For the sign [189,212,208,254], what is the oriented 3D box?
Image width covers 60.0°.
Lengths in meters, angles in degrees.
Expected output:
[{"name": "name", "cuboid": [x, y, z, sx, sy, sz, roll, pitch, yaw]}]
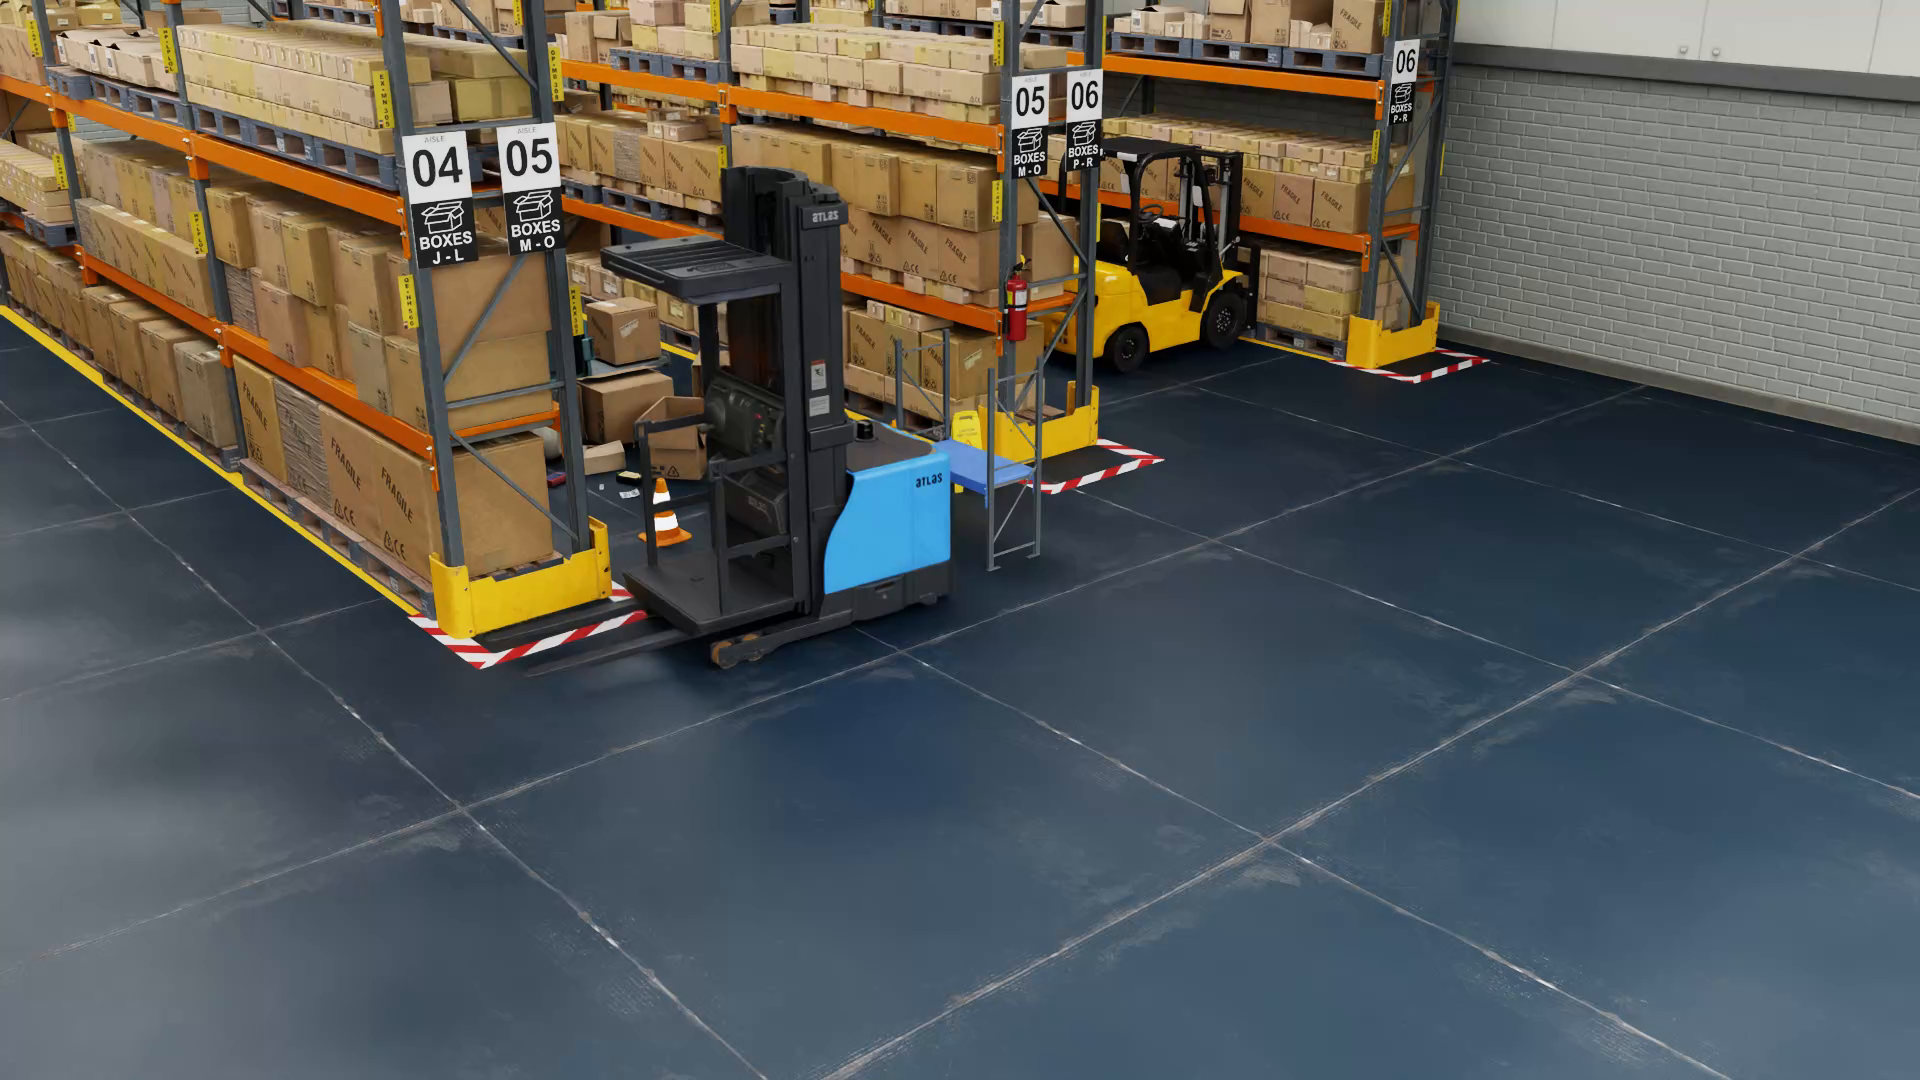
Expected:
[{"name": "sign", "cuboid": [-5.968, -2.408, 13.041, 0.100, 0.325, 0.005, -17, 27, -37]}]

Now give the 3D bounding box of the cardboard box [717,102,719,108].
[{"name": "cardboard box", "cuboid": [-3.197, -6.692, 24.745, 0.700, 0.500, 0.500, -17, 27, -36]}]

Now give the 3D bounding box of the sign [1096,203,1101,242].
[{"name": "sign", "cuboid": [1.143, -2.671, 14.004, 0.100, 0.325, 0.005, -17, 27, -37]}]

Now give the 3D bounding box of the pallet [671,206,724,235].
[{"name": "pallet", "cuboid": [-2.268, -3.401, 17.317, 1.003, 0.211, 1.213, -17, 27, -37]}]

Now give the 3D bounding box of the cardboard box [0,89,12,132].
[{"name": "cardboard box", "cuboid": [-11.297, -4.964, 19.130, 0.500, 0.500, 0.500, -19, 28, -39]}]

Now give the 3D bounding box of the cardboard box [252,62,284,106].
[{"name": "cardboard box", "cuboid": [-4.465, -3.126, 11.323, 0.500, 0.250, 0.500, -17, 27, -37]}]

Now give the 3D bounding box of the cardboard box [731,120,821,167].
[{"name": "cardboard box", "cuboid": [-1.756, -3.722, 15.957, 0.700, 0.500, 0.500, -18, 28, -38]}]

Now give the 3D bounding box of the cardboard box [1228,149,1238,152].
[{"name": "cardboard box", "cuboid": [3.101, -4.138, 17.911, 0.380, 0.149, 0.250, -18, 27, -38]}]

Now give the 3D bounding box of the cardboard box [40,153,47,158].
[{"name": "cardboard box", "cuboid": [-10.043, -4.261, 18.610, 0.380, 0.149, 0.250, -16, 26, -35]}]

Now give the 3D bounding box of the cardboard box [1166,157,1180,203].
[{"name": "cardboard box", "cuboid": [2.655, -4.009, 18.470, 0.500, 0.500, 0.500, -18, 28, -38]}]

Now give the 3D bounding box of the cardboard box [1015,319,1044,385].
[{"name": "cardboard box", "cuboid": [0.399, -1.699, 14.874, 0.500, 0.500, 0.500, -19, 28, -39]}]

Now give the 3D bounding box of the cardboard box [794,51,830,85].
[{"name": "cardboard box", "cuboid": [-1.138, -4.241, 14.884, 0.500, 0.250, 0.500, -17, 27, -37]}]

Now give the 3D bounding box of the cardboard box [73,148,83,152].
[{"name": "cardboard box", "cuboid": [-9.348, -4.105, 17.805, 0.380, 0.149, 0.250, -18, 28, -38]}]

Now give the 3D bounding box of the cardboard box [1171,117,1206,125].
[{"name": "cardboard box", "cuboid": [2.632, -4.749, 19.060, 0.380, 0.149, 0.250, -18, 28, -38]}]

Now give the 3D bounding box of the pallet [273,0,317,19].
[{"name": "pallet", "cuboid": [-9.220, -7.713, 24.071, 1.003, 0.211, 1.213, -17, 27, -37]}]

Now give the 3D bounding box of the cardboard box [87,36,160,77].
[{"name": "cardboard box", "cuboid": [-7.206, -4.208, 14.410, 0.500, 0.311, 0.500, -18, 28, -38]}]

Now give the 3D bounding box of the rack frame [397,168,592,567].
[{"name": "rack frame", "cuboid": [-2.952, -0.933, 10.753, 1.000, 3.000, 0.127, -17, 27, -37]}]

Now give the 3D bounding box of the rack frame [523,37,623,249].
[{"name": "rack frame", "cuboid": [-4.490, -4.349, 19.476, 1.000, 3.000, 0.127, -17, 27, -37]}]

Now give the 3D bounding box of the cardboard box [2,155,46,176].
[{"name": "cardboard box", "cuboid": [-9.684, -3.883, 17.237, 0.380, 0.149, 0.250, -16, 26, -35]}]

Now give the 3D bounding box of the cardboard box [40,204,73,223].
[{"name": "cardboard box", "cuboid": [-8.844, -3.249, 16.434, 0.380, 0.149, 0.250, -17, 27, -37]}]

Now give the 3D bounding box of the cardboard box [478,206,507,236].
[{"name": "cardboard box", "cuboid": [-5.457, -4.014, 20.956, 0.875, 0.875, 0.875, -17, 27, -37]}]

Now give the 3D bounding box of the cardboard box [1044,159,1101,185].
[{"name": "cardboard box", "cuboid": [1.352, -4.434, 19.897, 0.500, 0.250, 0.500, -17, 27, -36]}]

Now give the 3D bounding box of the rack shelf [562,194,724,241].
[{"name": "rack shelf", "cuboid": [-3.184, -3.462, 18.196, 1.077, 0.370, 4.000, -17, 27, -37]}]

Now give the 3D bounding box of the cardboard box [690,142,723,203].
[{"name": "cardboard box", "cuboid": [-2.354, -3.698, 16.691, 0.500, 0.500, 0.500, -18, 28, -38]}]

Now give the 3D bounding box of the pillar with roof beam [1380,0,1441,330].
[{"name": "pillar with roof beam", "cuboid": [1.457, -5.497, 14.180, 9.100, 9.000, 0.400, -17, 27, -37]}]

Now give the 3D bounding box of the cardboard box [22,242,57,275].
[{"name": "cardboard box", "cuboid": [-9.824, -3.073, 18.041, 0.500, 0.250, 0.500, -16, 27, -35]}]

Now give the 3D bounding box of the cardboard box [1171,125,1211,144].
[{"name": "cardboard box", "cuboid": [2.555, -4.475, 18.363, 0.380, 0.149, 0.250, -18, 28, -38]}]

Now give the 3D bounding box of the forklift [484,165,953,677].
[{"name": "forklift", "cuboid": [-1.539, -0.776, 10.446, 3.031, 2.935, 1.130, -15, 26, -34]}]

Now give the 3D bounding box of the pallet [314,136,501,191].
[{"name": "pallet", "cuboid": [-3.444, -2.491, 10.739, 1.003, 0.211, 1.213, -17, 27, -37]}]

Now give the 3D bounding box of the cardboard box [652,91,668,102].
[{"name": "cardboard box", "cuboid": [-4.514, -7.064, 26.205, 0.500, 0.250, 0.500, -18, 27, -38]}]

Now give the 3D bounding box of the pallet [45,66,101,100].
[{"name": "pallet", "cuboid": [-7.714, -4.287, 15.461, 1.213, 0.211, 1.003, -16, 26, -35]}]

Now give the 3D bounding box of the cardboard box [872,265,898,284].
[{"name": "cardboard box", "cuboid": [-0.562, -2.411, 14.872, 0.380, 0.149, 0.250, -18, 28, -38]}]

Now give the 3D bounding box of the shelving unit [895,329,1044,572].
[{"name": "shelving unit", "cuboid": [0.056, -0.675, 12.150, 0.538, 1.500, 1.048, -17, 27, -37]}]

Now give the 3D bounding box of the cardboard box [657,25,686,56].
[{"name": "cardboard box", "cuboid": [-2.697, -5.035, 16.742, 0.500, 0.250, 0.500, -17, 27, -37]}]

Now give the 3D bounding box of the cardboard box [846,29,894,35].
[{"name": "cardboard box", "cuboid": [-0.815, -4.575, 15.191, 0.380, 0.149, 0.250, -18, 28, -38]}]

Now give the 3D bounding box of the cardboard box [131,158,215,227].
[{"name": "cardboard box", "cuboid": [-6.887, -3.107, 14.796, 0.700, 0.500, 0.500, -18, 28, -38]}]

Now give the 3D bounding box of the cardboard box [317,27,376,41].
[{"name": "cardboard box", "cuboid": [-4.421, -3.626, 12.054, 0.380, 0.149, 0.250, -17, 27, -37]}]

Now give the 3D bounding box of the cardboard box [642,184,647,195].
[{"name": "cardboard box", "cuboid": [-3.173, -3.782, 17.795, 0.380, 0.149, 0.250, -19, 28, -39]}]

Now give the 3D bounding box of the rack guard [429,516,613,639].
[{"name": "rack guard", "cuboid": [-2.936, 0.238, 11.192, 1.175, 0.500, 0.348, -17, 27, -37]}]

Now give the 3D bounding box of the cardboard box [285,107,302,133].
[{"name": "cardboard box", "cuboid": [-4.255, -2.817, 11.082, 0.380, 0.149, 0.250, -17, 27, -37]}]

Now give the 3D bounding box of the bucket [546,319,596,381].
[{"name": "bucket", "cuboid": [-3.728, -1.733, 15.199, 0.726, 0.611, 0.620, -8, 13, -19]}]

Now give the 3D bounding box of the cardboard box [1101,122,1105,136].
[{"name": "cardboard box", "cuboid": [1.812, -4.924, 19.915, 0.380, 0.149, 0.250, -18, 28, -39]}]

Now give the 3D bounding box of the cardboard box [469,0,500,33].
[{"name": "cardboard box", "cuboid": [-5.280, -6.216, 19.417, 0.700, 0.500, 0.500, -19, 28, -40]}]

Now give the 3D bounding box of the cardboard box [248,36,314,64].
[{"name": "cardboard box", "cuboid": [-4.590, -3.329, 11.296, 0.380, 0.149, 0.250, -18, 27, -38]}]

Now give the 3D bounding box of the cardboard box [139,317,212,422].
[{"name": "cardboard box", "cuboid": [-6.663, -1.603, 14.974, 1.050, 0.750, 0.750, -17, 27, -37]}]

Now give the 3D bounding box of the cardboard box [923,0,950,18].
[{"name": "cardboard box", "cuboid": [-0.039, -6.844, 20.881, 0.700, 0.500, 0.500, -18, 28, -38]}]

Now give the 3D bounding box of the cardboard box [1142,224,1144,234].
[{"name": "cardboard box", "cuboid": [2.283, -3.456, 19.017, 0.500, 0.250, 0.500, -17, 27, -37]}]

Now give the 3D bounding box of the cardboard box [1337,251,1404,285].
[{"name": "cardboard box", "cuboid": [4.320, -2.880, 17.549, 0.500, 0.250, 0.500, -18, 28, -38]}]

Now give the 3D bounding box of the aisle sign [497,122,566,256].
[{"name": "aisle sign", "cuboid": [-2.678, -2.195, 10.411, 0.394, 0.787, 0.004, -17, 27, -37]}]

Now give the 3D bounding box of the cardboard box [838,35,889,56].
[{"name": "cardboard box", "cuboid": [-0.843, -4.321, 14.540, 0.380, 0.149, 0.250, -17, 27, -36]}]

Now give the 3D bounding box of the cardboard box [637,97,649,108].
[{"name": "cardboard box", "cuboid": [-4.957, -7.034, 26.673, 0.380, 0.149, 0.250, -17, 27, -36]}]

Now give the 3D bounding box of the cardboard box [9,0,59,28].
[{"name": "cardboard box", "cuboid": [-8.981, -5.131, 16.171, 0.396, 0.266, 0.258, -17, 27, -37]}]

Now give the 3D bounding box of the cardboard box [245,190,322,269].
[{"name": "cardboard box", "cuboid": [-4.901, -2.376, 12.751, 0.875, 0.550, 0.550, -17, 27, -37]}]

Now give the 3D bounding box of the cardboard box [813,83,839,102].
[{"name": "cardboard box", "cuboid": [-1.086, -4.002, 14.821, 0.380, 0.149, 0.250, -18, 28, -38]}]
